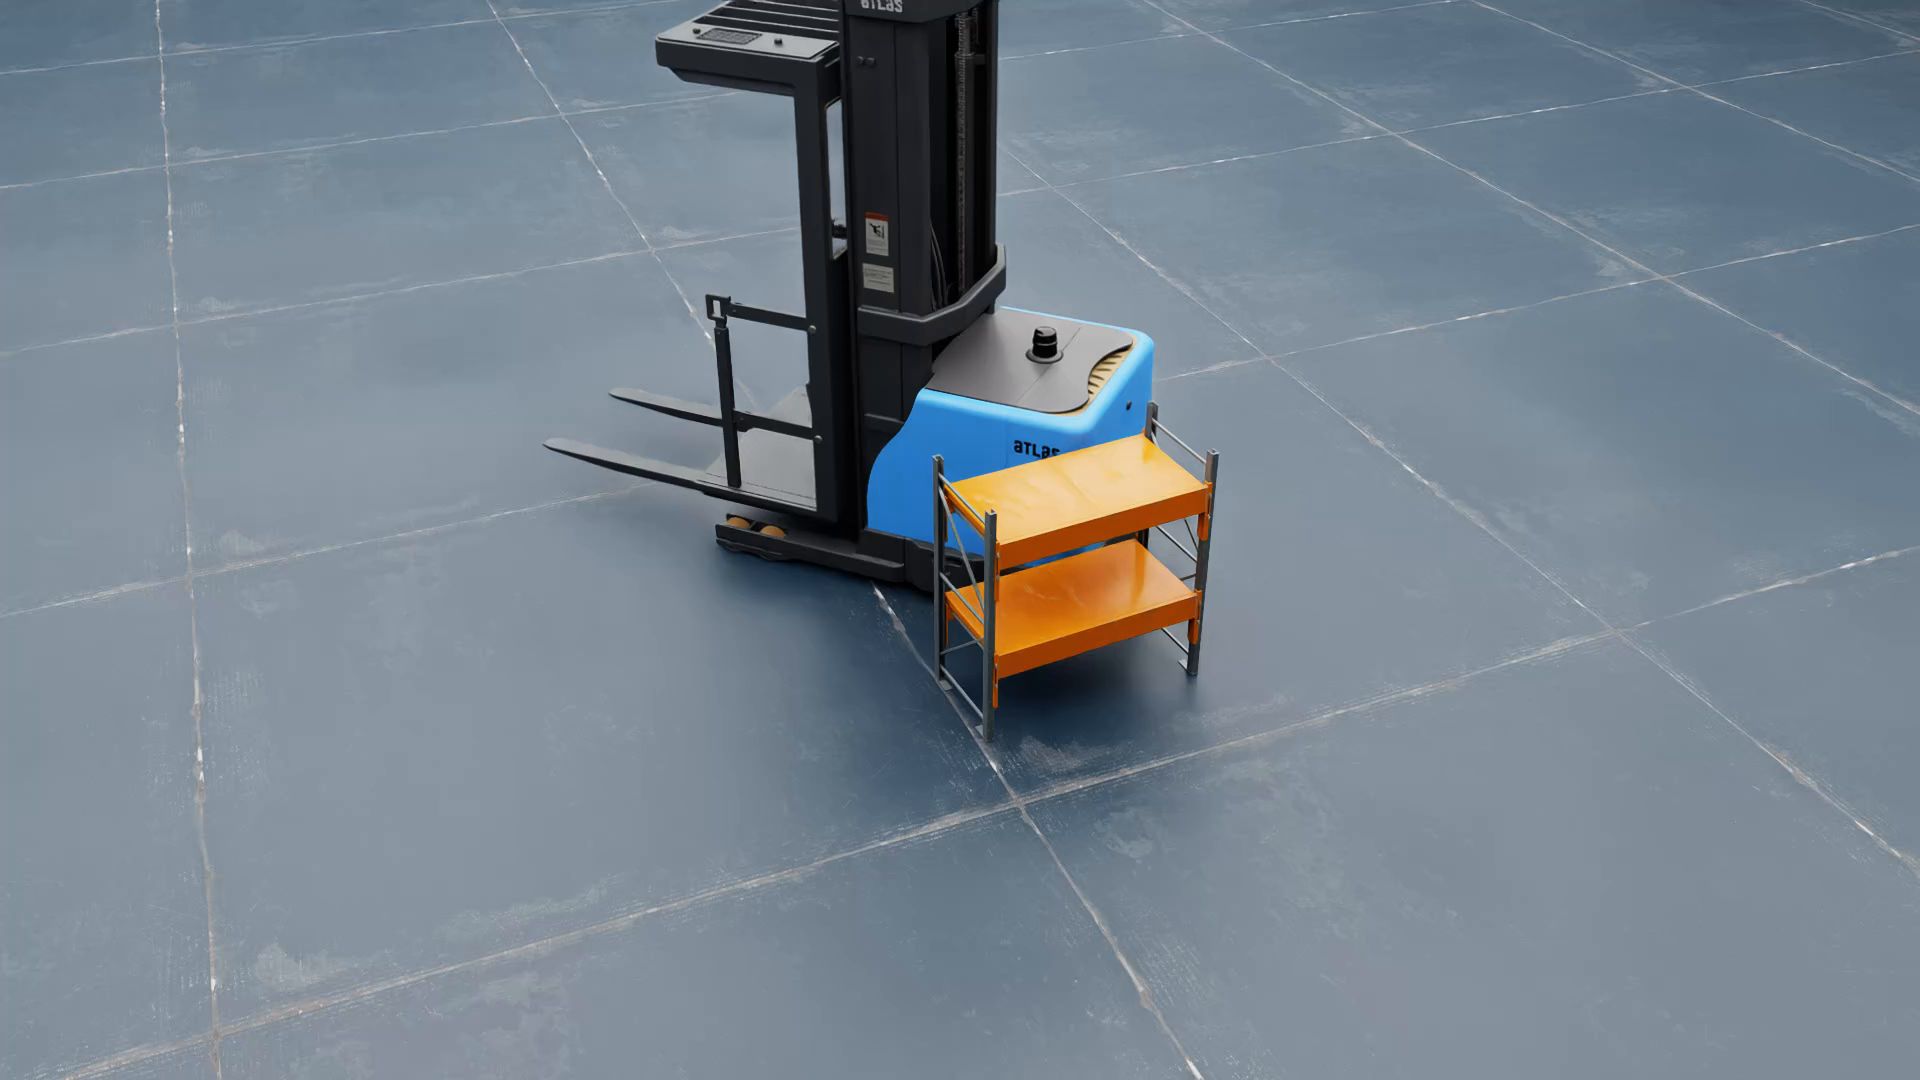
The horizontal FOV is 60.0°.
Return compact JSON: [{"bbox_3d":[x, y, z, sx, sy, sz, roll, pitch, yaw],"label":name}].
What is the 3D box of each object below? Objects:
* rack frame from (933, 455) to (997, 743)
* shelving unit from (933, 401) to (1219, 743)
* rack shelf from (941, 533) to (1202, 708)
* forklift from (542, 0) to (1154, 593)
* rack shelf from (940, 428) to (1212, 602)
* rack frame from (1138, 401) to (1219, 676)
[{"bbox_3d":[0.016,0.251,6.833,0.032,1.125,0.500,-15,36,-22],"label":"rack frame"},{"bbox_3d":[0.469,0.126,7.025,1.048,1.125,0.538,-15,36,-22],"label":"shelving unit"},{"bbox_3d":[0.469,0.331,7.158,1.000,0.278,0.538,-15,36,-22],"label":"rack shelf"},{"bbox_3d":[-0.643,-1.378,7.680,3.031,2.935,1.130,13,35,19],"label":"forklift"},{"bbox_3d":[0.469,-0.119,6.865,1.000,0.278,0.538,-15,36,-22],"label":"rack shelf"},{"bbox_3d":[0.923,0.001,7.216,0.032,1.125,0.500,-15,36,-22],"label":"rack frame"}]
